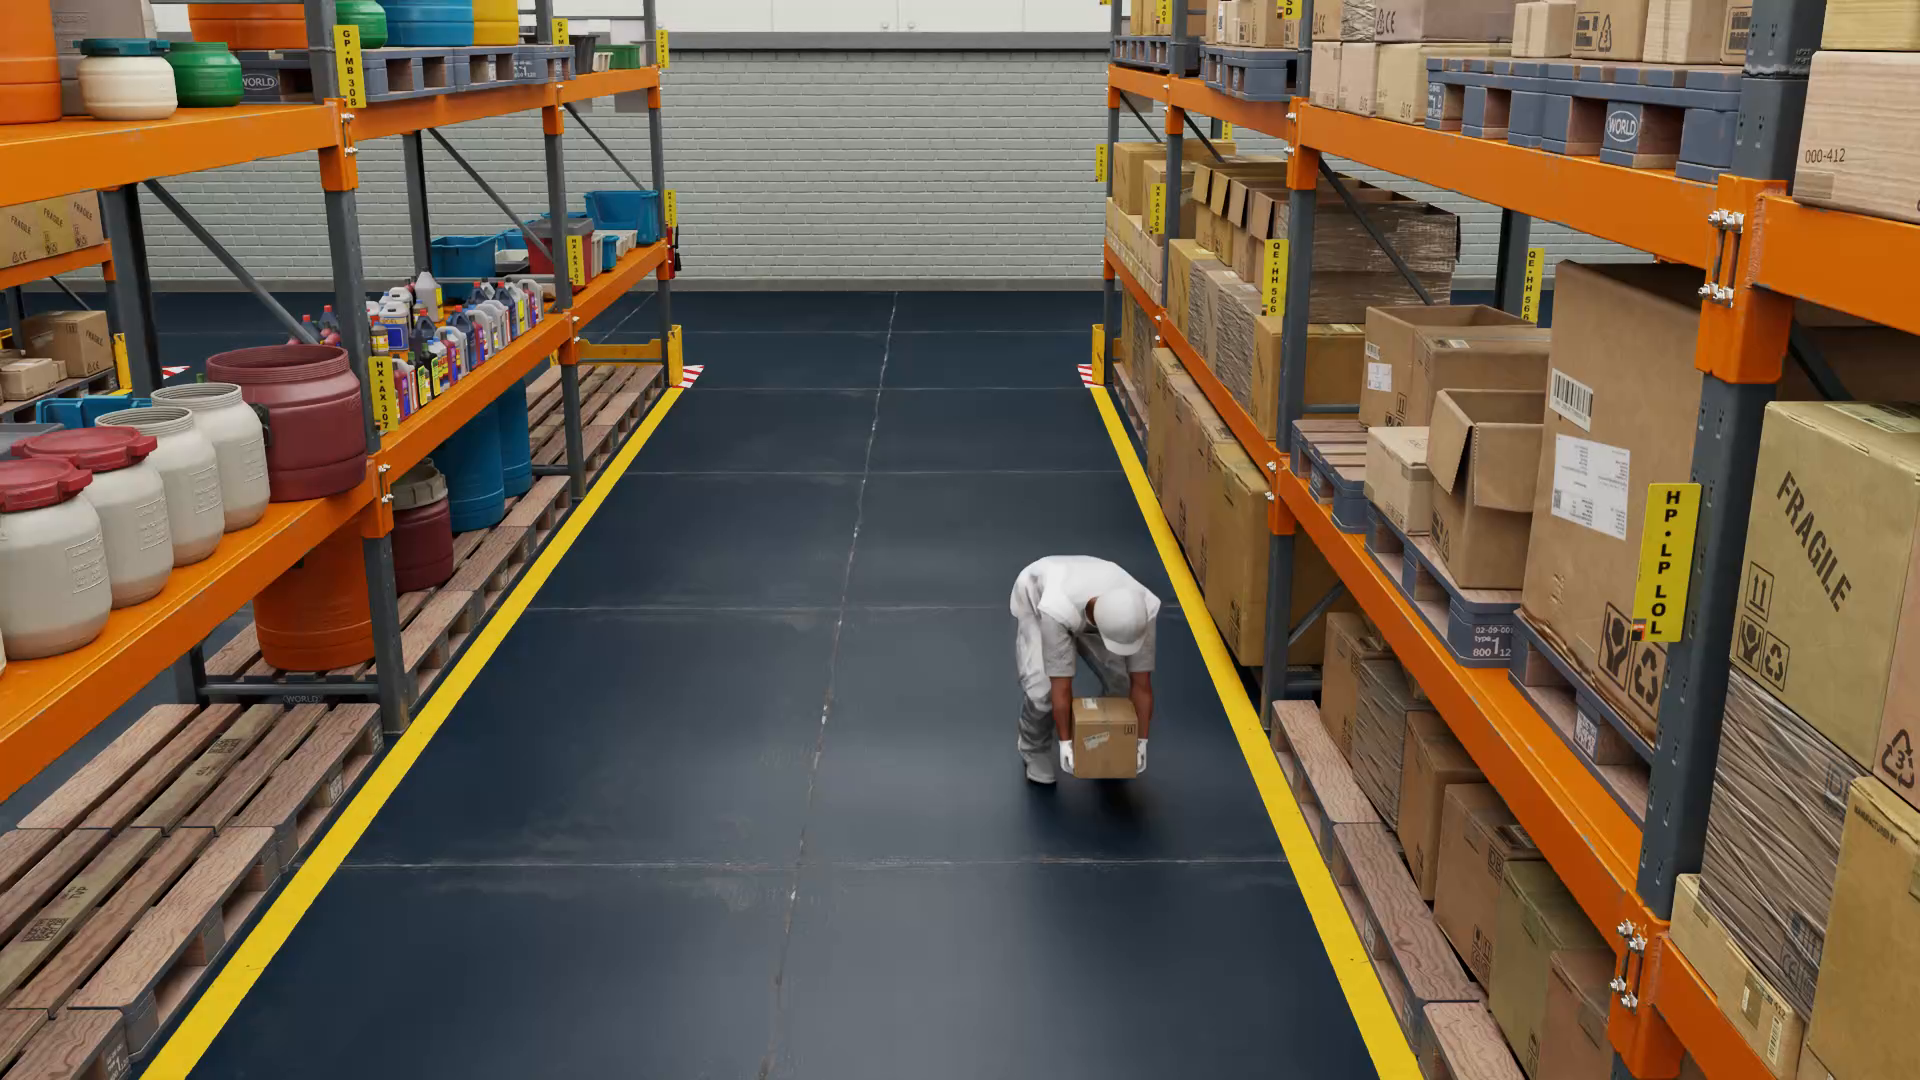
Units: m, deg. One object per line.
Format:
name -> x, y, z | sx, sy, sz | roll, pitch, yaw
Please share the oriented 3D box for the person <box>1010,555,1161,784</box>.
person -> 0.529, 0.566, 6.963 | 0.539, 1.019, 0.977 | -5, 18, -14
